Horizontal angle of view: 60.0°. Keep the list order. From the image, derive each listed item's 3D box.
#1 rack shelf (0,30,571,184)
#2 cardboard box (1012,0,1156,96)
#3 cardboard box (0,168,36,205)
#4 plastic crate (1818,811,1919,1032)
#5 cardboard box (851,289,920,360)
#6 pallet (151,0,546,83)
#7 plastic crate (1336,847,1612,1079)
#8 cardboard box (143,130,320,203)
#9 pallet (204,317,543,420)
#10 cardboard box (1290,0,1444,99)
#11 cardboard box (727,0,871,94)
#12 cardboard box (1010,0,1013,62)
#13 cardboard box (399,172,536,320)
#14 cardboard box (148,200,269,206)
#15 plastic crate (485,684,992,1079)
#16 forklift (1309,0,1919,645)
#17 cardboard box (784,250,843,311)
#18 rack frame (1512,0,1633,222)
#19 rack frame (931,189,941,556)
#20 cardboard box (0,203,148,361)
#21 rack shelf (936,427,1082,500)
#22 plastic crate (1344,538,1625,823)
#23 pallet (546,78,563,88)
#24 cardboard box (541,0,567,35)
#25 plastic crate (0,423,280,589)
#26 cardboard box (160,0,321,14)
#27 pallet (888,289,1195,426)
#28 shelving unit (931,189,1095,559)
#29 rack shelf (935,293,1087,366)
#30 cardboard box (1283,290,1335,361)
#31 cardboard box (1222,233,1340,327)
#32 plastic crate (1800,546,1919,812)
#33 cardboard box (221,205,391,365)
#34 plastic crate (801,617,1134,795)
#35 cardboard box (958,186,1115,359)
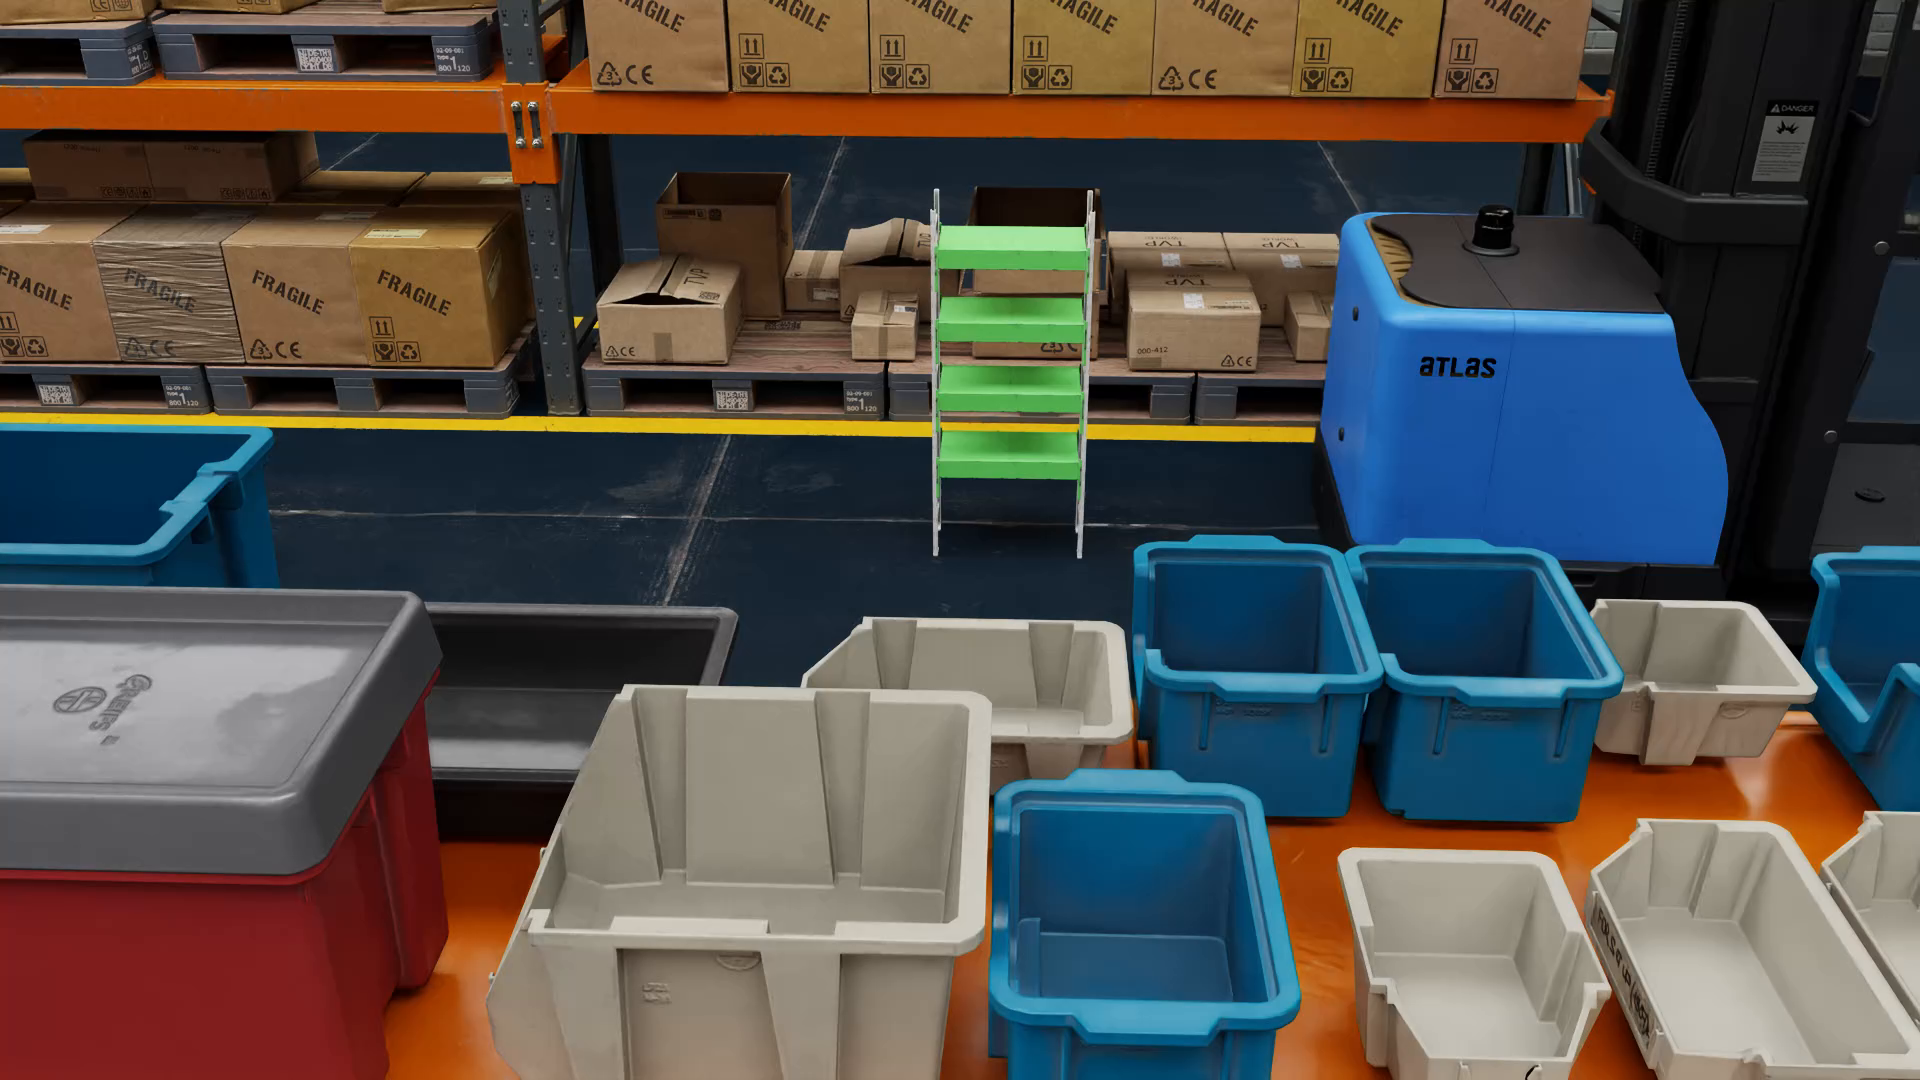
[{"bbox_3d":[-3.574,-1.769,6.653,4.000,0.370,1.077,1,28,2],"label":"rack shelf"},{"bbox_3d":[0.445,-1.938,6.097,0.500,0.500,0.500,1,28,1],"label":"cardboard box"},{"bbox_3d":[-4.112,-1.296,7.191,0.500,0.500,0.500,0,28,0],"label":"cardboard box"},{"bbox_3d":[1.133,0.480,1.859,0.243,0.136,0.396,1,28,2],"label":"plastic crate"},{"bbox_3d":[-0.298,-0.879,6.761,0.250,0.166,0.380,1,28,2],"label":"cardboard box"},{"bbox_3d":[-2.370,-2.034,6.589,1.213,0.211,1.003,1,28,2],"label":"pallet"},{"bbox_3d":[0.558,0.491,1.839,0.250,0.136,0.298,1,28,2],"label":"plastic crate"},{"bbox_3d":[-3.049,-1.614,6.991,0.500,0.250,0.500,1,28,2],"label":"cardboard box"},{"bbox_3d":[-2.389,-0.818,7.067,1.213,0.211,1.003,1,28,2],"label":"pallet"},{"bbox_3d":[1.447,-1.919,6.061,0.500,0.500,0.500,1,28,2],"label":"cardboard box"},{"bbox_3d":[-0.563,-1.955,6.129,0.500,0.500,0.500,1,28,3],"label":"cardboard box"},{"bbox_3d":[-0.038,-2.195,6.581,0.500,0.500,0.500,2,28,3],"label":"cardboard box"},{"bbox_3d":[-2.050,-1.266,7.135,0.500,0.500,0.500,0,28,-1],"label":"cardboard box"},{"bbox_3d":[-3.082,-1.282,7.164,0.500,0.500,0.500,1,28,2],"label":"cardboard box"},{"bbox_3d":[-0.234,0.402,1.852,0.530,0.282,0.437,1,28,2],"label":"plastic crate"},{"bbox_3d":[2.730,-1.167,4.822,3.031,2.935,1.130,2,28,4],"label":"forklift"},{"bbox_3d":[-0.619,-1.134,7.261,0.250,0.149,0.380,1,28,2],"label":"cardboard box"},{"bbox_3d":[2.423,-1.988,6.298,0.127,3.000,1.000,1,28,2],"label":"rack frame"},{"bbox_3d":[-0.078,-0.531,5.471,0.015,1.200,0.240,1,28,2],"label":"rack frame"},{"bbox_3d":[-3.581,-1.046,6.720,0.500,0.500,0.500,0,28,0],"label":"cardboard box"},{"bbox_3d":[0.165,-0.259,5.606,0.480,0.148,0.258,1,28,2],"label":"rack shelf"},{"bbox_3d":[0.693,0.198,2.289,0.300,0.233,0.416,1,28,2],"label":"plastic crate"},{"bbox_3d":[-2.178,-3.118,11.407,1.213,0.211,1.003,1,28,2],"label":"pallet"},{"bbox_3d":[-2.947,-3.572,11.132,0.750,0.750,0.750,2,28,3],"label":"cardboard box"},{"bbox_3d":[-1.275,0.093,2.325,0.575,0.384,0.392,1,28,2],"label":"plastic crate"},{"bbox_3d":[-2.730,-2.378,6.478,0.500,0.500,0.700,5,28,10],"label":"cardboard box"},{"bbox_3d":[0.334,-0.791,7.018,1.213,0.211,1.003,1,28,2],"label":"pallet"},{"bbox_3d":[0.165,-0.527,5.464,0.503,1.200,0.258,1,28,2],"label":"shelving unit"},{"bbox_3d":[0.165,-0.683,5.381,0.480,0.148,0.258,1,28,2],"label":"rack shelf"},{"bbox_3d":[1.469,-0.873,6.750,0.250,0.166,0.380,1,28,2],"label":"cardboard box"},{"bbox_3d":[1.389,-1.118,7.122,0.500,0.250,0.500,1,28,2],"label":"cardboard box"},{"bbox_3d":[1.351,0.209,2.268,0.300,0.233,0.416,1,28,2],"label":"plastic crate"},{"bbox_3d":[-2.572,-1.030,6.690,0.500,0.500,0.500,1,28,2],"label":"cardboard box"},{"bbox_3d":[-0.003,0.242,2.308,0.466,0.136,0.293,1,28,2],"label":"plastic crate"},{"bbox_3d":[0.303,-1.117,6.850,0.637,0.503,0.797,1,28,2],"label":"cardboard box"}]
